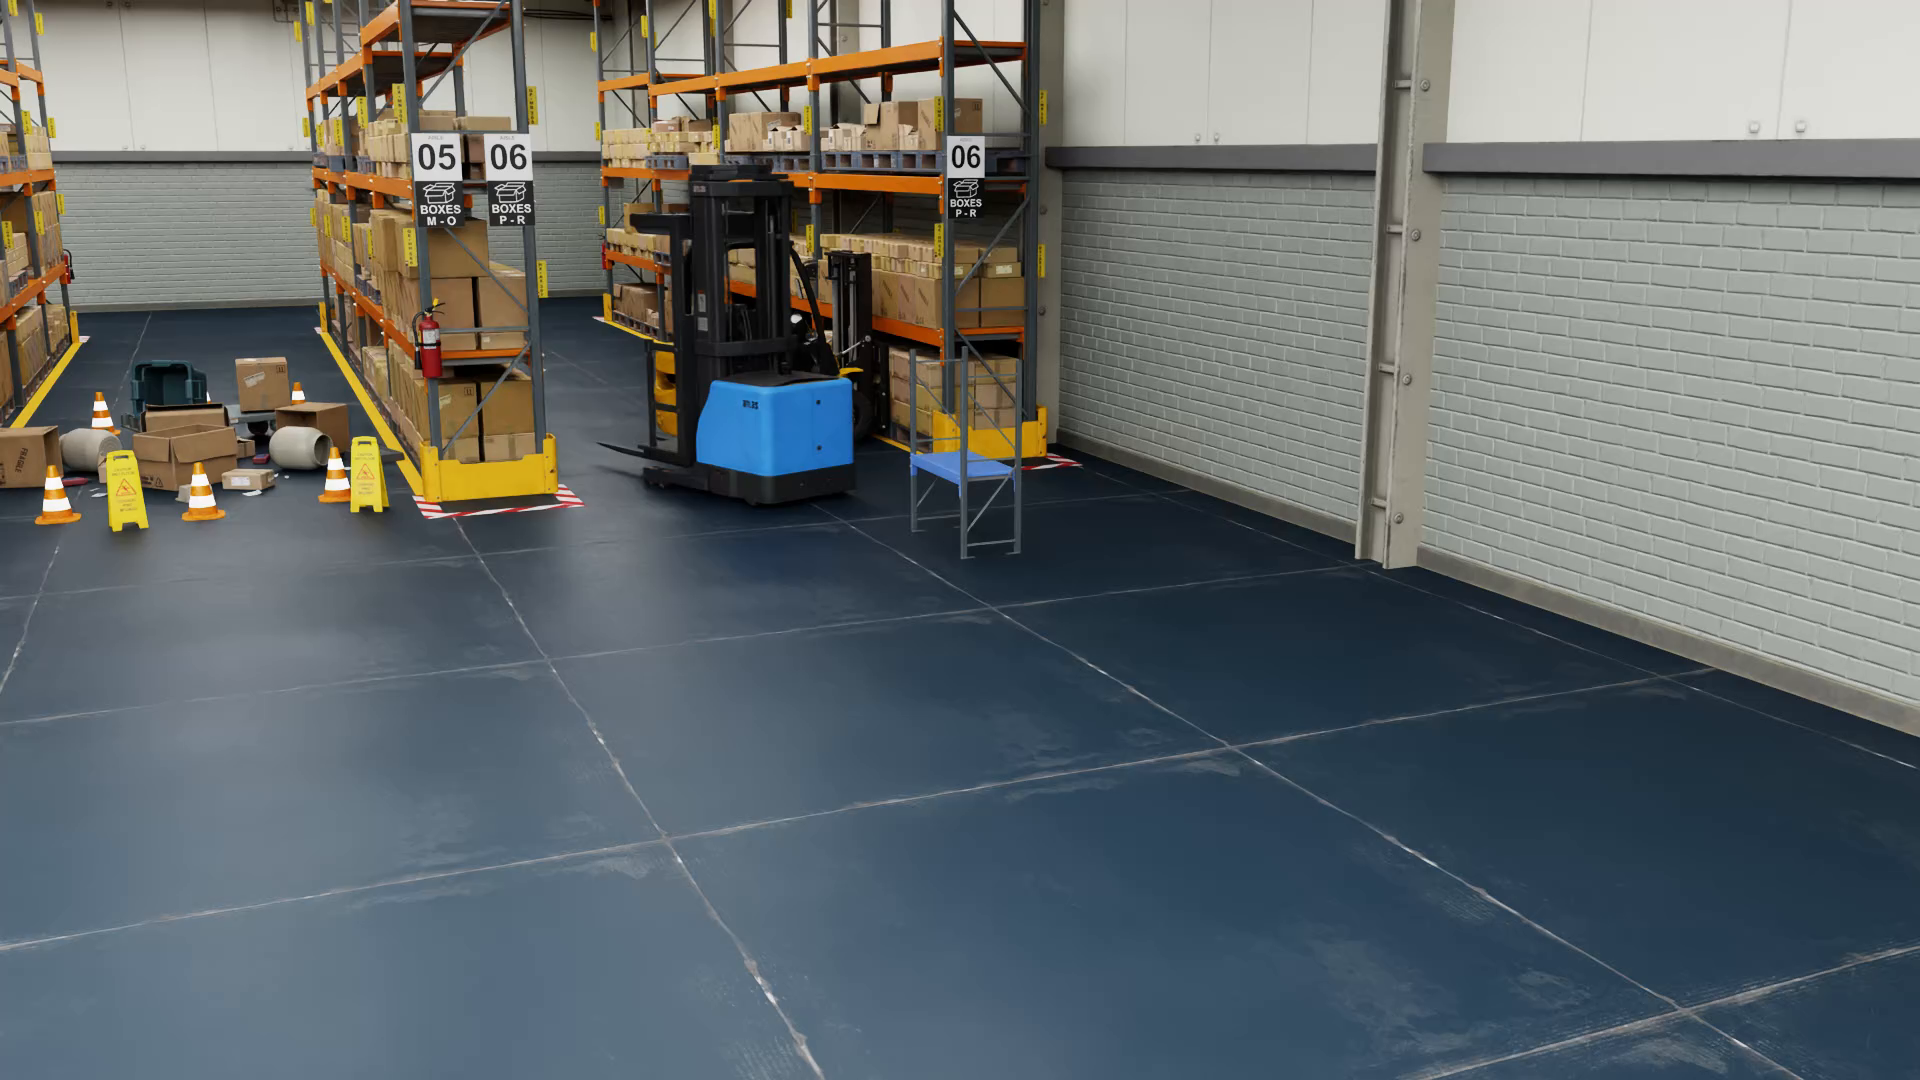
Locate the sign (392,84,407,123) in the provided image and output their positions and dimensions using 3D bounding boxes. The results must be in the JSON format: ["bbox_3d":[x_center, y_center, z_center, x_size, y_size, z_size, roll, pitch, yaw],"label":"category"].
[{"bbox_3d":[-4.762,-3.711,14.134,0.100,0.325,0.005,-6,14,-23],"label":"sign"}]

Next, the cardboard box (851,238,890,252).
[{"bbox_3d":[-1.010,-3.345,18.850,0.380,0.149,0.250,-6,14,-24],"label":"cardboard box"}]

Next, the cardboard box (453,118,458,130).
[{"bbox_3d":[-4.580,-3.892,15.670,0.380,0.149,0.250,-6,14,-23],"label":"cardboard box"}]

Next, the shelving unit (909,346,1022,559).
[{"bbox_3d":[0.034,-0.713,13.125,0.538,1.500,1.048,-6,14,-23],"label":"shelving unit"}]

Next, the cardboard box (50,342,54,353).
[{"bbox_3d":[-13.399,-2.795,24.185,0.380,0.149,0.250,-6,14,-25],"label":"cardboard box"}]

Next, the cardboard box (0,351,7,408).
[{"bbox_3d":[-11.431,-1.843,18.738,1.050,0.750,0.750,-5,14,-22],"label":"cardboard box"}]

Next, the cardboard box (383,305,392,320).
[{"bbox_3d":[-6.016,-2.474,17.963,0.380,0.149,0.250,-6,14,-23],"label":"cardboard box"}]

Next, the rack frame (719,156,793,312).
[{"bbox_3d":[-2.904,-3.966,23.852,1.000,3.000,0.127,-6,14,-23],"label":"rack frame"}]

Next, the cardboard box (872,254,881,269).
[{"bbox_3d":[-0.814,-3.093,18.422,0.380,0.149,0.250,-6,14,-24],"label":"cardboard box"}]

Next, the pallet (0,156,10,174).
[{"bbox_3d":[-11.639,-4.290,19.019,1.213,0.211,1.003,-5,14,-20],"label":"pallet"}]

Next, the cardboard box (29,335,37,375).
[{"bbox_3d":[-12.409,-2.414,21.759,0.500,0.500,0.500,-6,14,-24],"label":"cardboard box"}]

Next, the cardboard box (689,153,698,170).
[{"bbox_3d":[-3.734,-5.645,24.790,0.500,0.250,0.500,-6,14,-23],"label":"cardboard box"}]

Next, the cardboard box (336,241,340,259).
[{"bbox_3d":[-8.722,-4.185,24.025,0.500,0.250,0.500,-5,14,-22],"label":"cardboard box"}]

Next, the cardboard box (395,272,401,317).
[{"bbox_3d":[-5.295,-2.459,16.459,0.500,0.500,0.500,-5,14,-22],"label":"cardboard box"}]

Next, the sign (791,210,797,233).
[{"bbox_3d":[-2.397,-4.581,23.941,0.100,0.325,0.005,-6,14,-23],"label":"sign"}]

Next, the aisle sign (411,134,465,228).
[{"bbox_3d":[-4.487,-3.091,14.309,0.394,0.787,0.004,-6,14,-23],"label":"aisle sign"}]

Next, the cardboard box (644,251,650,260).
[{"bbox_3d":[-5.116,-4.816,28.084,0.380,0.149,0.250,-5,14,-22],"label":"cardboard box"}]

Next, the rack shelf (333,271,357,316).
[{"bbox_3d":[-8.251,-3.579,23.778,1.077,0.370,4.000,-6,14,-23],"label":"rack shelf"}]

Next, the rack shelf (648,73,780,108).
[{"bbox_3d":[-3.705,-6.756,25.087,1.077,0.370,4.000,-6,14,-23],"label":"rack shelf"}]

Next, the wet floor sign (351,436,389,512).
[{"bbox_3d":[-5.150,-0.581,14.449,0.267,0.644,0.232,-1,13,-4],"label":"wet floor sign"}]

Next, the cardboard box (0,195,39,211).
[{"bbox_3d":[-13.727,-4.777,24.258,0.500,0.500,0.500,-6,14,-25],"label":"cardboard box"}]

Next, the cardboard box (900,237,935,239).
[{"bbox_3d":[-0.473,-3.400,19.087,0.380,0.149,0.250,-6,14,-24],"label":"cardboard box"}]

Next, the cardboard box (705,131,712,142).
[{"bbox_3d":[-3.474,-5.852,24.138,0.380,0.149,0.250,-6,14,-25],"label":"cardboard box"}]

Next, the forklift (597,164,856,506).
[{"bbox_3d":[-2.329,-1.988,15.460,1.130,2.935,3.031,-12,18,-42],"label":"forklift"}]

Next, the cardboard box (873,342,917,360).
[{"bbox_3d":[-0.787,-2.046,18.506,0.500,0.250,0.500,-6,14,-24],"label":"cardboard box"}]

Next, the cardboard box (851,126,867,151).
[{"bbox_3d":[-0.985,-4.454,18.457,0.396,0.266,0.258,-6,14,-24],"label":"cardboard box"}]

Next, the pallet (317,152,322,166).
[{"bbox_3d":[-9.856,-6.183,26.976,1.003,0.211,1.213,-6,14,-23],"label":"pallet"}]

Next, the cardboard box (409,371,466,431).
[{"bbox_3d":[-5.018,-1.344,16.027,0.500,0.500,0.500,-5,14,-21],"label":"cardboard box"}]

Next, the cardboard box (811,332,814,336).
[{"bbox_3d":[-1.521,-2.294,20.964,0.875,0.625,0.625,-5,14,-20],"label":"cardboard box"}]

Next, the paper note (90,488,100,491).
[{"bbox_3d":[-7.994,-0.466,15.361,0.032,0.001,0.123,1,13,6],"label":"paper note"}]

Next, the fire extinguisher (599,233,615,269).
[{"bbox_3d":[-6.591,-5.388,30.995,0.296,0.674,0.183,-6,14,-23],"label":"fire extinguisher"}]

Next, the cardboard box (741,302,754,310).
[{"bbox_3d":[-3.082,-3.506,25.039,0.380,0.149,0.250,-5,14,-22],"label":"cardboard box"}]

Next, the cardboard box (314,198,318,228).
[{"bbox_3d":[-10.724,-5.580,28.390,0.500,0.500,0.500,-6,14,-24],"label":"cardboard box"}]

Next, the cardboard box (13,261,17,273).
[{"bbox_3d":[-12.576,-3.569,21.765,0.380,0.149,0.250,-6,14,-25],"label":"cardboard box"}]

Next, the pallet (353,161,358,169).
[{"bbox_3d":[-8.640,-5.526,24.367,0.805,0.209,1.217,-6,14,-25],"label":"pallet"}]

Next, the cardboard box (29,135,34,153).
[{"bbox_3d":[-13.716,-5.731,24.053,0.500,0.250,0.500,-6,14,-23],"label":"cardboard box"}]

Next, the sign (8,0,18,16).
[{"bbox_3d":[-13.042,-7.381,22.883,0.100,0.325,0.005,-6,14,-23],"label":"sign"}]

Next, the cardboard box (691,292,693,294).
[{"bbox_3d":[-4.311,-3.895,26.719,0.380,0.149,0.250,-6,15,-26],"label":"cardboard box"}]

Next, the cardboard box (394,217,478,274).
[{"bbox_3d":[-4.846,-2.736,15.439,0.700,0.500,0.500,-5,14,-22],"label":"cardboard box"}]

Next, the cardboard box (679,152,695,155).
[{"bbox_3d":[-4.448,-6.456,27.631,0.500,0.250,0.500,-6,14,-24],"label":"cardboard box"}]

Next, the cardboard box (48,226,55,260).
[{"bbox_3d":[-14.130,-4.511,25.326,0.500,0.500,0.500,-5,14,-20],"label":"cardboard box"}]

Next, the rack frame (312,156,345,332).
[{"bbox_3d":[-10.655,-5.169,29.053,1.000,3.000,0.127,-6,14,-23],"label":"rack frame"}]

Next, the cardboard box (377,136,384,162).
[{"bbox_3d":[-5.519,-3.897,16.578,0.500,0.250,0.500,-5,14,-22],"label":"cardboard box"}]

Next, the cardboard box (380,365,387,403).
[{"bbox_3d":[-6.352,-1.871,19.698,0.950,0.372,0.625,-5,14,-19],"label":"cardboard box"}]

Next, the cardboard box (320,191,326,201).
[{"bbox_3d":[-10.184,-5.599,27.030,0.380,0.149,0.250,-6,14,-24],"label":"cardboard box"}]

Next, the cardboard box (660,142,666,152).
[{"bbox_3d":[-4.465,-6.127,25.941,0.380,0.149,0.250,-5,14,-22],"label":"cardboard box"}]

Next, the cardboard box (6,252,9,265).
[{"bbox_3d":[-12.277,-3.557,21.051,0.380,0.149,0.250,-6,14,-23],"label":"cardboard box"}]

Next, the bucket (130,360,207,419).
[{"bbox_3d":[-8.176,-1.548,17.295,0.726,0.611,0.620,-1,3,-4],"label":"bucket"}]

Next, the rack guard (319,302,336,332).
[{"bbox_3d":[-10.665,-3.957,29.357,1.175,0.500,0.348,-6,14,-23],"label":"rack guard"}]

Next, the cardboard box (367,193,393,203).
[{"bbox_3d":[-8.941,-5.284,25.669,0.380,0.149,0.250,-6,14,-24],"label":"cardboard box"}]

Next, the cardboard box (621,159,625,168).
[{"bbox_3d":[-5.669,-6.545,28.902,0.380,0.149,0.250,-6,14,-23],"label":"cardboard box"}]
